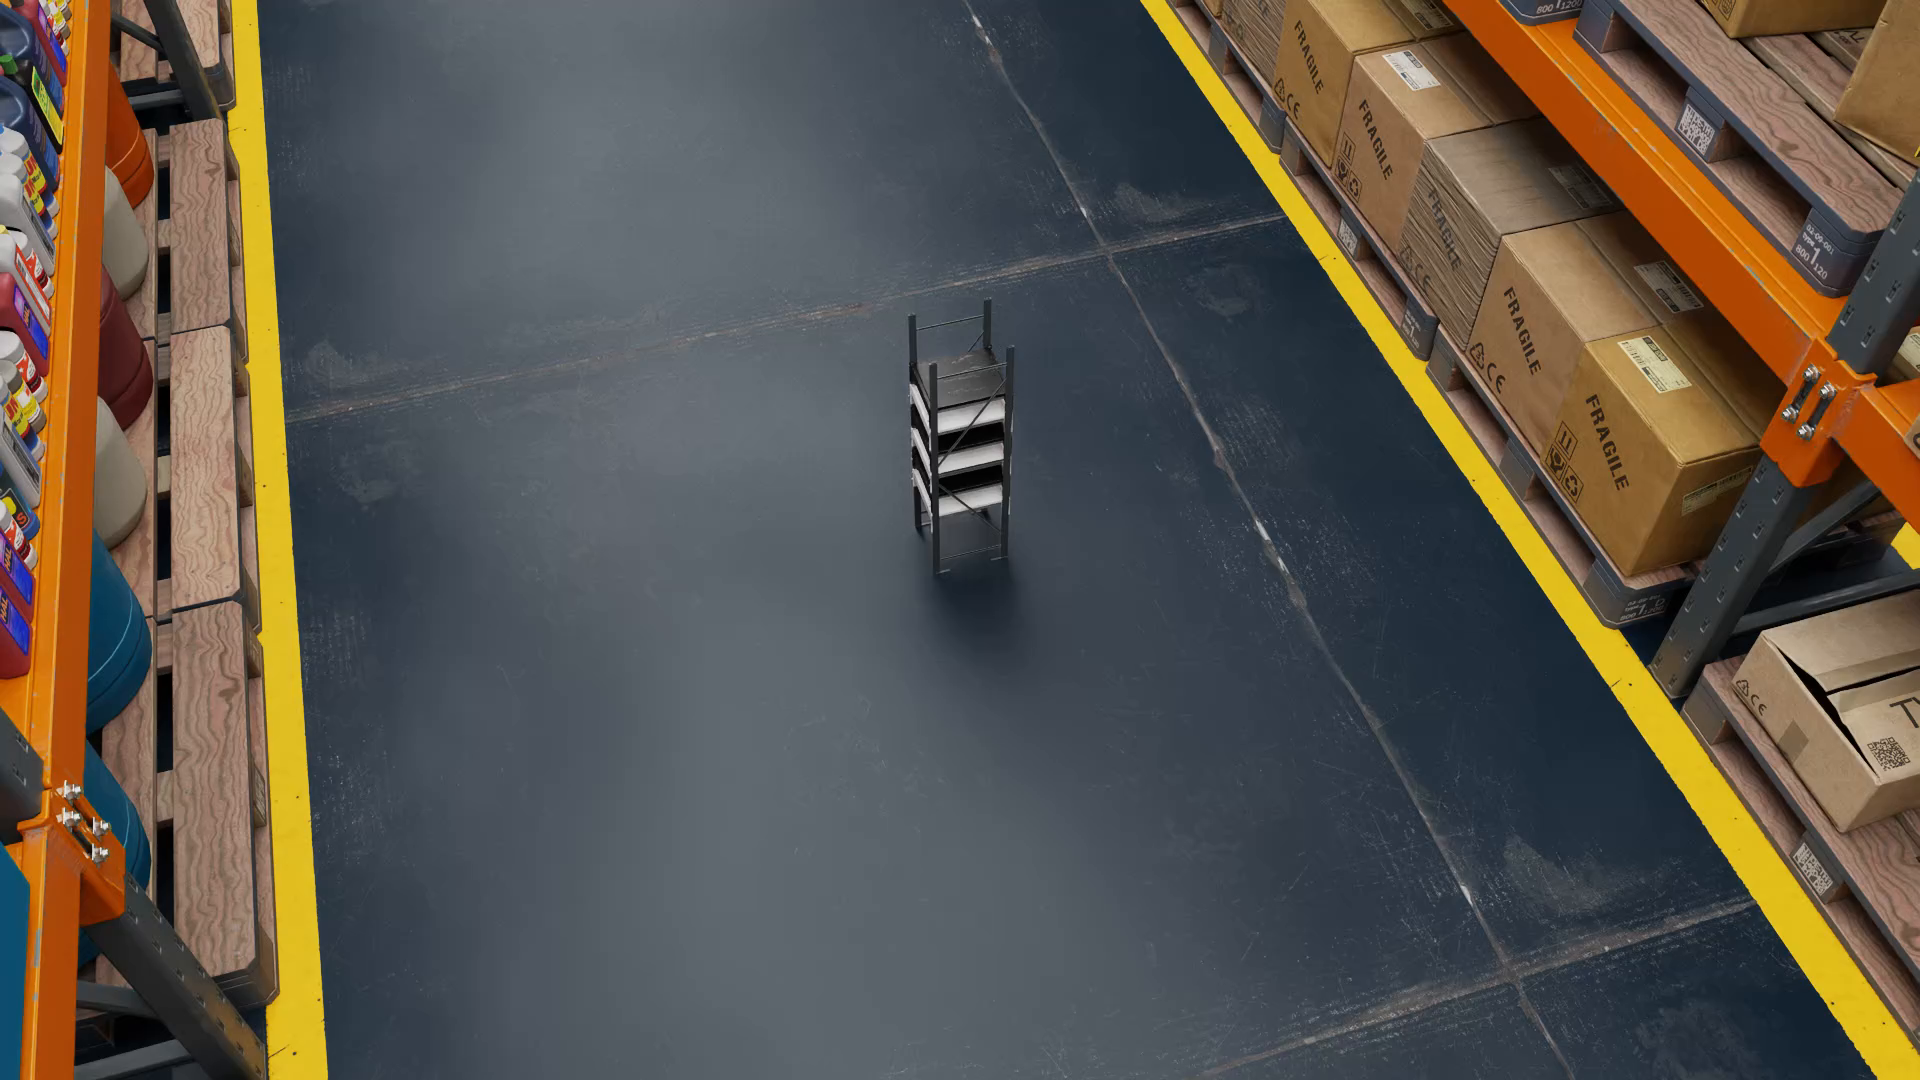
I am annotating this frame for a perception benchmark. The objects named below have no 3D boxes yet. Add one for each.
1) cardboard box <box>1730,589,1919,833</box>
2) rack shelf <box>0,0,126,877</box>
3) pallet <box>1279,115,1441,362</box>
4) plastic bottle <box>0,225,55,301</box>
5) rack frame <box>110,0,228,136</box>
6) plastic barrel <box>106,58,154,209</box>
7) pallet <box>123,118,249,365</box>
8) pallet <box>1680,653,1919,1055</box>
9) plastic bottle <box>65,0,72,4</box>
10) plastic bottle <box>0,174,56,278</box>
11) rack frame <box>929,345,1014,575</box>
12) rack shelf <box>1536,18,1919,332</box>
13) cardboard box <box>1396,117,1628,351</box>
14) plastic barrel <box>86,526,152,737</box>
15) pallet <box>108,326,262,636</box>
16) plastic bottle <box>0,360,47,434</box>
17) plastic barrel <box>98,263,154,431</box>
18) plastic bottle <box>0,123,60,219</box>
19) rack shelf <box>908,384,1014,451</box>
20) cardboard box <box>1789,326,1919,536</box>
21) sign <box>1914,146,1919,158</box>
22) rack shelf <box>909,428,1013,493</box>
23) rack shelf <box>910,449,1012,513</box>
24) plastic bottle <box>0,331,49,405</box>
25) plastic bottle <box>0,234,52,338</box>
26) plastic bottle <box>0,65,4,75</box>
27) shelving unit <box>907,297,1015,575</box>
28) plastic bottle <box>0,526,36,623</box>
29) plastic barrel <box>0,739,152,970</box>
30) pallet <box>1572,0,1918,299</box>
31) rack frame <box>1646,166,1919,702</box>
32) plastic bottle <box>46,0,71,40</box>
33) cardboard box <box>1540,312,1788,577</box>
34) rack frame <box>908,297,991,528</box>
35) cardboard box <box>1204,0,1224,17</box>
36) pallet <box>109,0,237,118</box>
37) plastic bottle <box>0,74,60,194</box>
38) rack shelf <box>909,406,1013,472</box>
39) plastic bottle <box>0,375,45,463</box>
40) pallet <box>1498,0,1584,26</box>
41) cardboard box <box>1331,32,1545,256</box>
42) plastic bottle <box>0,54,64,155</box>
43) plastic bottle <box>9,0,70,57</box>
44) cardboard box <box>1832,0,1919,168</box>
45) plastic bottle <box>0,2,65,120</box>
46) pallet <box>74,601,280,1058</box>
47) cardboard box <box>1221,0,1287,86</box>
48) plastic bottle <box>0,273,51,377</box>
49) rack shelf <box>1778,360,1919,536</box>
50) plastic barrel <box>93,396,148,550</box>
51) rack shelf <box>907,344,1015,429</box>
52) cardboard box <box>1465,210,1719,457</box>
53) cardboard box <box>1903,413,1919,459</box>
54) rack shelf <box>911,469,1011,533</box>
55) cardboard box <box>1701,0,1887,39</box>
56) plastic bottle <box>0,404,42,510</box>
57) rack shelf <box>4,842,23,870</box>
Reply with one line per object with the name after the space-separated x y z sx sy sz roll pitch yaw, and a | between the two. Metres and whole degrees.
2.448 0.427 4.399 0.500 0.311 0.500 -13 51 -11 | cardboard box
-2.794 -0.765 4.404 1.077 0.370 4.000 -13 51 -11 | rack shelf
1.889 -1.233 6.151 1.003 0.211 1.213 -13 51 -11 | pallet
-2.258 -0.664 3.977 0.097 0.201 0.097 0 50 0 | plastic bottle
-3.386 -2.458 5.360 1.000 3.000 0.127 -13 51 -11 | rack frame
-3.225 -1.540 5.731 0.600 0.830 0.708 -13 51 -11 | plastic barrel
-3.113 -0.993 5.949 1.003 0.211 1.213 -13 51 -11 | pallet
2.732 0.747 4.482 1.003 0.211 1.213 -13 51 -11 | pallet
-2.658 -1.676 4.785 0.097 0.271 0.097 0 50 0 | plastic bottle
-2.318 -0.766 4.015 0.152 0.276 0.135 -13 51 -11 | plastic bottle
0.032 -0.210 4.838 0.240 0.900 0.006 -13 51 -11 | rack frame
1.939 -1.945 5.271 0.919 0.124 3.809 -13 51 -11 | rack shelf
1.824 -1.015 5.491 0.500 0.500 0.500 -13 51 -11 | cardboard box
-2.557 0.086 4.313 0.600 0.901 0.708 -13 51 -11 | plastic barrel
-2.755 -0.103 5.199 1.003 0.211 1.213 -13 51 -11 | pallet
-2.121 -0.326 3.693 0.097 0.201 0.097 0 50 0 | plastic bottle
-2.891 -0.638 5.128 0.600 0.588 0.708 -13 51 -11 | plastic barrel
-2.355 -0.927 4.153 0.097 0.271 0.097 0 50 0 | plastic bottle
0.002 -0.379 4.789 0.258 0.077 0.200 -13 51 -11 | rack shelf
2.620 -0.398 4.971 0.500 0.500 0.500 -15 52 -13 | cardboard box
2.001 -0.899 3.288 0.100 0.325 0.005 -13 51 -11 | sign
0.002 -0.263 4.926 0.258 0.077 0.200 -13 51 -11 | rack shelf
0.002 -0.205 4.995 0.258 0.077 0.200 -13 51 -11 | rack shelf
-2.150 -0.397 3.753 0.097 0.201 0.097 0 50 0 | plastic bottle
-2.249 -0.597 3.872 0.152 0.276 0.135 -13 51 -11 | plastic bottle
-2.484 -1.140 4.326 0.061 0.283 0.133 -13 51 -11 | plastic bottle
0.002 -0.284 4.901 0.258 0.900 0.210 -13 51 -11 | shelving unit
-1.943 0.040 3.331 0.061 0.283 0.133 -13 51 -11 | plastic bottle
-2.347 0.603 3.877 0.600 0.901 0.708 -13 51 -11 | plastic barrel
2.398 -1.200 4.425 1.003 0.211 1.213 -13 51 -11 | pallet
2.530 -0.654 3.839 1.000 3.000 0.127 -13 51 -11 | rack frame
-2.601 -1.511 4.692 0.097 0.201 0.097 0 50 0 | plastic bottle
2.111 -0.285 4.876 0.500 0.500 0.500 -14 51 -11 | cardboard box
-0.028 -0.358 4.964 0.240 0.900 0.006 -13 51 -11 | rack frame
1.209 -2.514 6.755 0.500 0.500 0.500 -11 51 -9 | cardboard box
-3.578 -2.134 6.911 1.003 0.211 1.213 -13 51 -11 | pallet
-2.419 -1.050 4.206 0.144 0.351 0.185 -13 51 -11 | plastic bottle
0.002 -0.321 4.858 0.258 0.077 0.200 -13 51 -11 | rack shelf
-2.092 -0.277 3.606 0.097 0.271 0.097 0 50 0 | plastic bottle
1.927 -2.094 5.179 1.003 0.211 1.213 -13 51 -11 | pallet
1.672 -1.385 5.803 0.500 0.500 0.500 -15 51 -12 | cardboard box
-2.426 -1.154 4.337 0.061 0.283 0.133 -13 51 -11 | plastic bottle
-2.572 -1.440 4.632 0.097 0.201 0.097 0 50 0 | plastic bottle
2.604 -1.218 3.975 0.700 0.500 0.500 -30 56 -23 | cardboard box
-2.513 -1.282 4.402 0.144 0.351 0.185 -13 51 -11 | plastic bottle
-2.391 0.790 4.446 1.003 0.211 1.213 -13 51 -11 | pallet
1.369 -2.133 6.433 0.500 0.500 0.500 -15 51 -12 | cardboard box
-2.166 -0.512 3.796 0.061 0.283 0.133 -13 51 -11 | plastic bottle
3.122 1.039 2.883 1.077 0.370 4.000 -13 51 -11 | rack shelf
-2.638 -0.221 4.827 0.421 0.512 0.421 0 50 0 | plastic barrel
0.002 -0.437 4.720 0.258 0.077 0.200 -13 51 -11 | rack shelf
1.972 -0.648 5.182 0.500 0.500 0.500 -13 51 -11 | cardboard box
2.421 -0.252 3.435 0.500 0.500 0.500 -12 51 -10 | cardboard box
0.002 -0.147 5.064 0.258 0.077 0.200 -13 51 -11 | rack shelf
2.340 -1.706 4.386 0.700 0.500 0.500 -6 50 -5 | cardboard box
-2.084 -0.188 3.528 0.152 0.276 0.135 -13 51 -11 | plastic bottle
-1.611 2.093 1.866 0.919 0.124 3.809 -13 51 -11 | rack shelf
